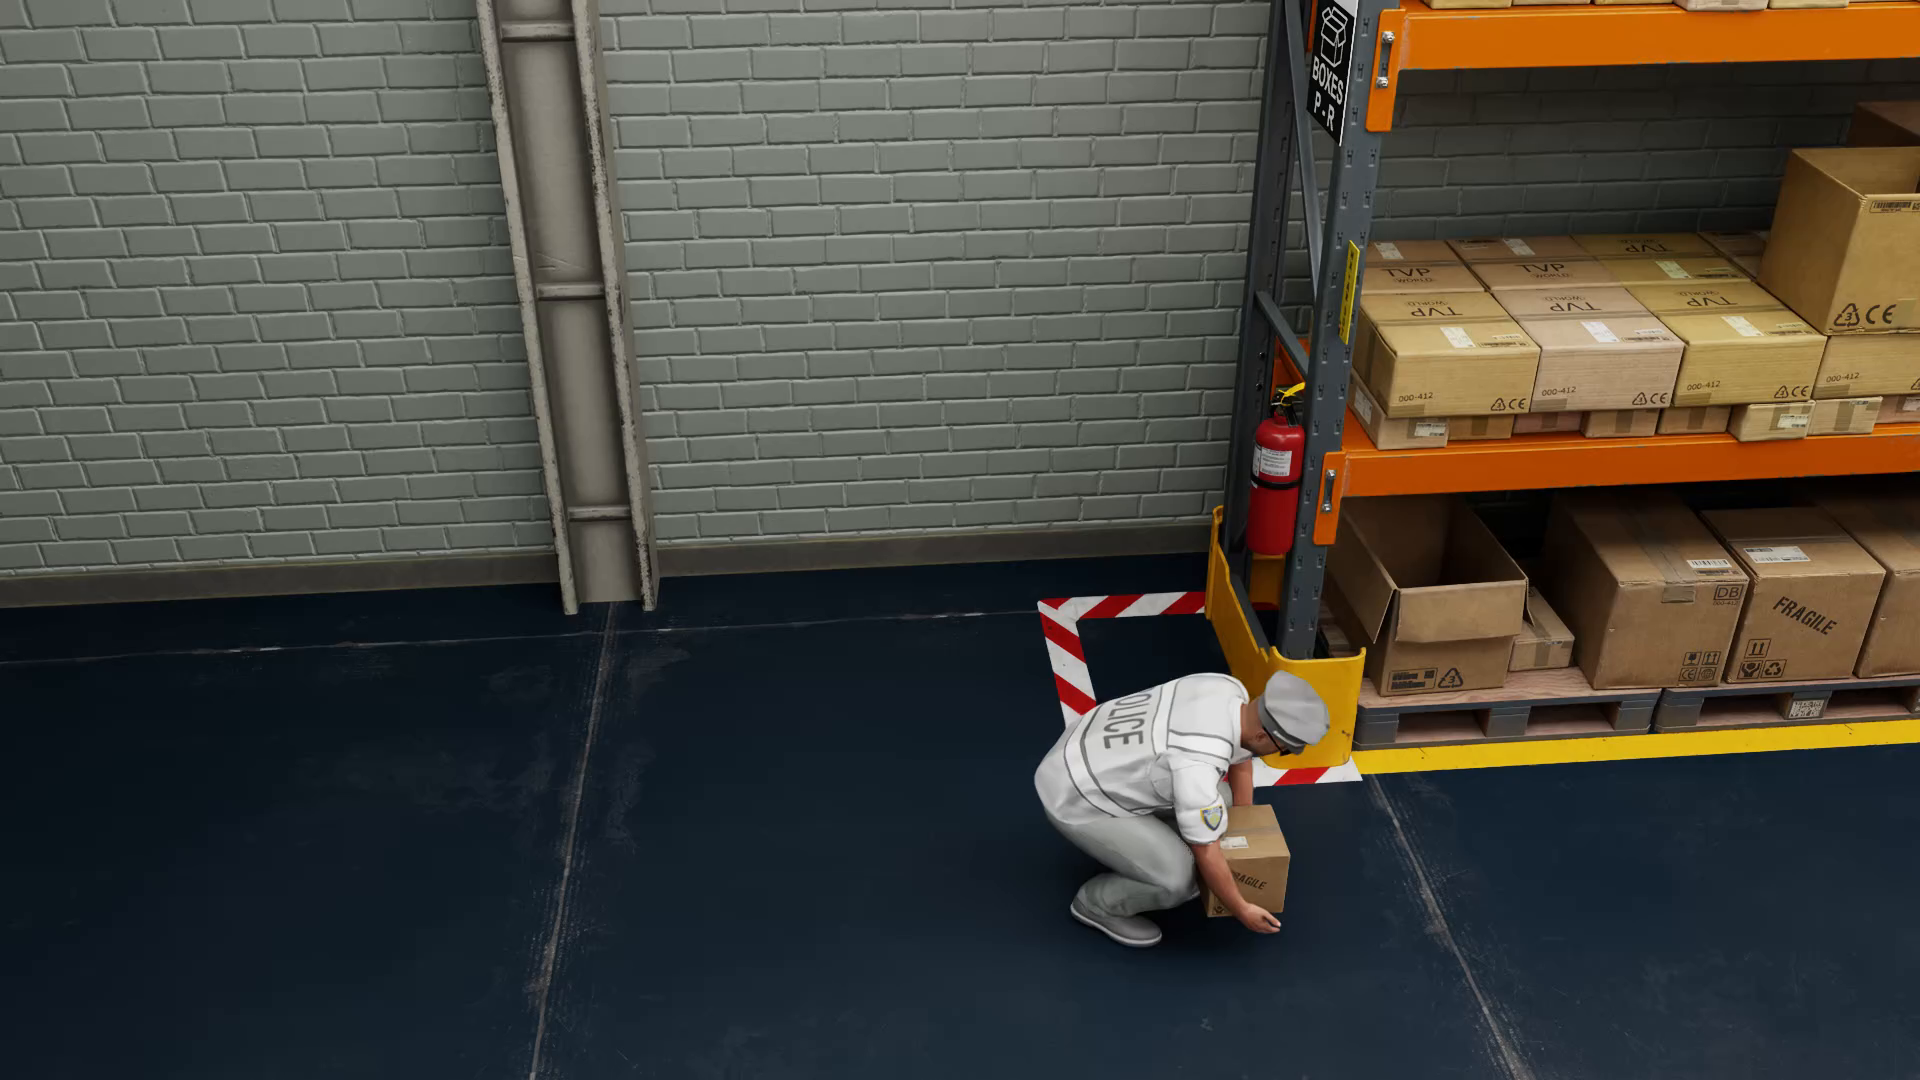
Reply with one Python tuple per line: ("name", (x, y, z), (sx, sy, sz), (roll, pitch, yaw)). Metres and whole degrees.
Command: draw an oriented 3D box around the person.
("person", (0.714, 0.829, 5.461), (0.904, 1.022, 0.576), (15, 34, 24))
